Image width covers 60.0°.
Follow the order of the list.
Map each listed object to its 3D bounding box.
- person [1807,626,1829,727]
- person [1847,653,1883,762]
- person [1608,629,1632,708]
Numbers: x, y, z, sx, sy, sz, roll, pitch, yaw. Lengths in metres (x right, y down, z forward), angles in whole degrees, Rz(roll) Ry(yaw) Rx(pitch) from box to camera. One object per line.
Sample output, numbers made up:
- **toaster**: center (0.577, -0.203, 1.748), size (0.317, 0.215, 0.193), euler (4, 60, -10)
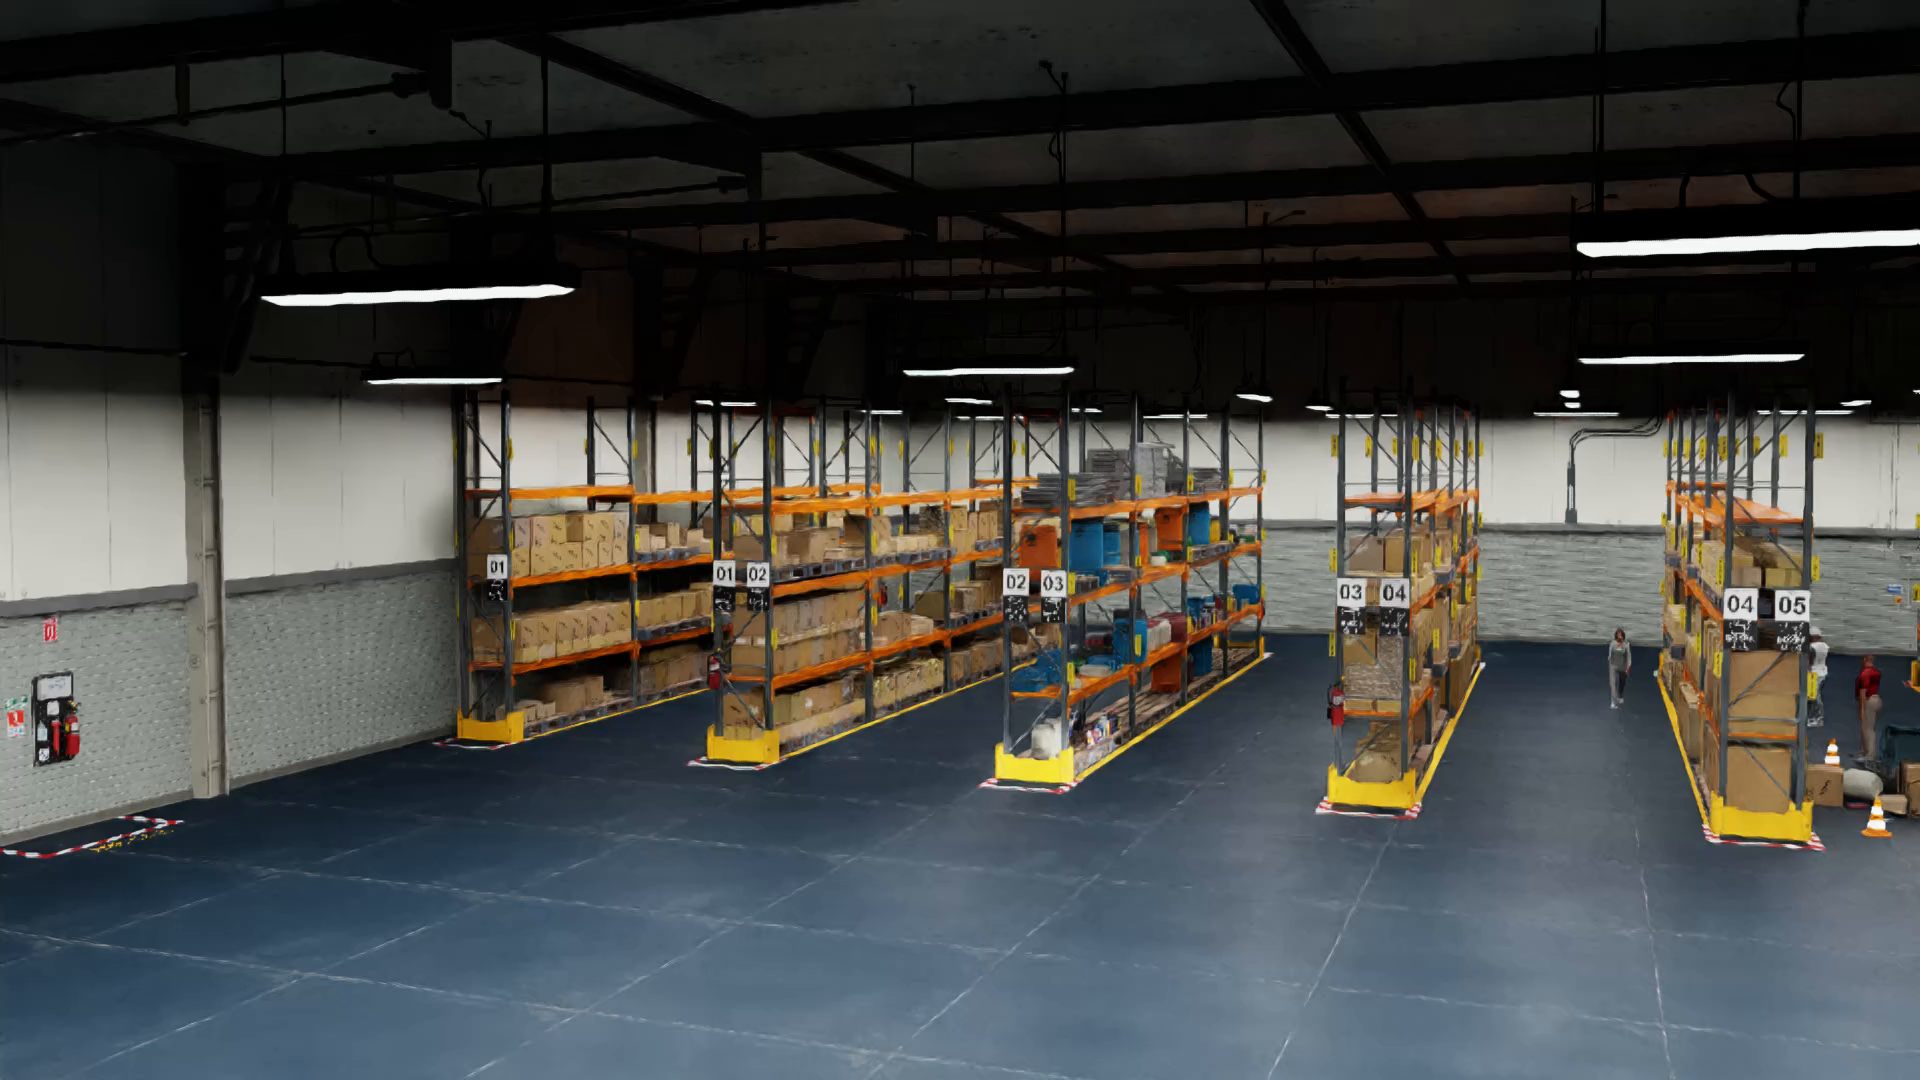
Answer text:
- **person**: center (15.372, 2.444, 29.969), size (0.665, 1.782, 0.583), euler (-2, 4, -38)
- **person**: center (14.462, 2.663, 26.603), size (0.588, 1.731, 0.498), euler (-3, 4, -40)
- **person**: center (12.737, 2.468, 32.096), size (0.415, 1.504, 1.041), euler (1, 3, 18)
